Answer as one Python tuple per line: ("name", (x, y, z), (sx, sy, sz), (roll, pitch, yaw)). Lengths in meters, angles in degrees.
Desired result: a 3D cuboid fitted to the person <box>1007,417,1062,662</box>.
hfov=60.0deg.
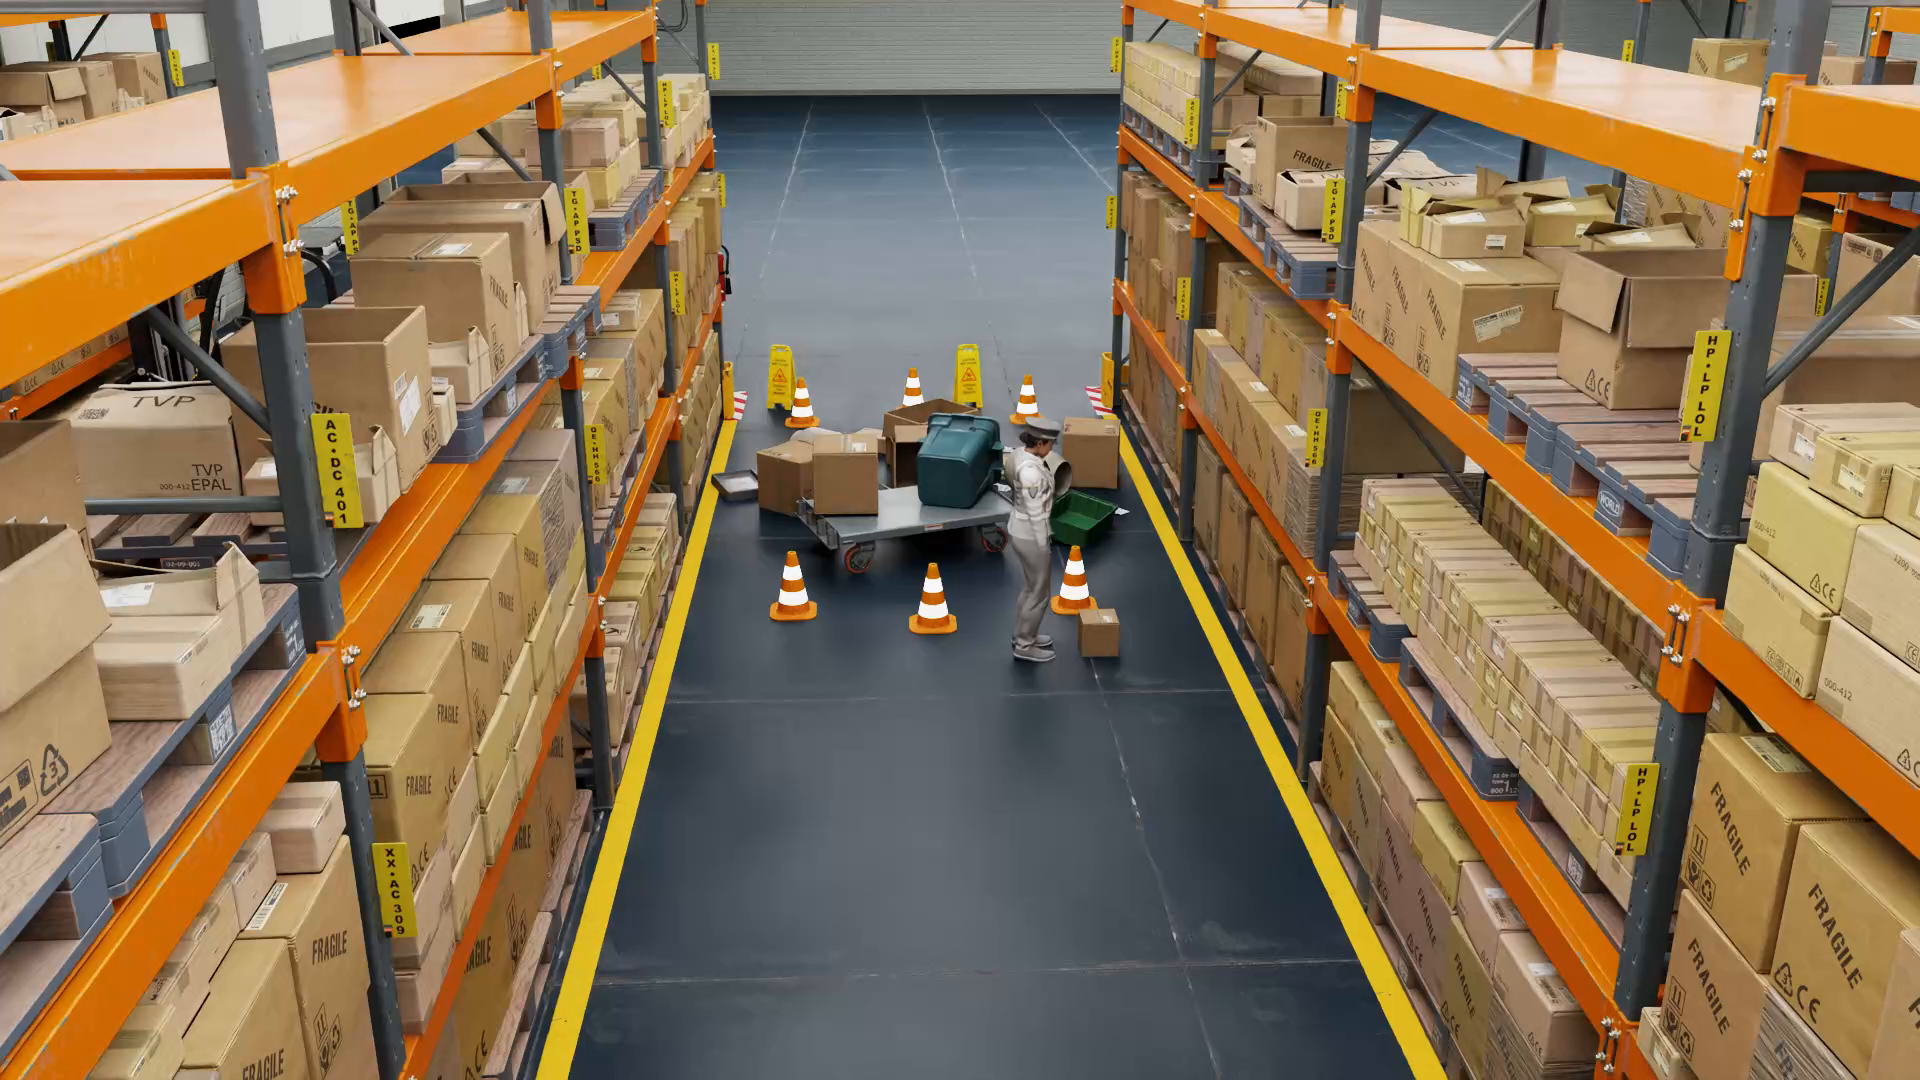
("person", (0.493, -0.016, 11.150), (0.352, 1.660, 0.479), (-1, 21, -2))
